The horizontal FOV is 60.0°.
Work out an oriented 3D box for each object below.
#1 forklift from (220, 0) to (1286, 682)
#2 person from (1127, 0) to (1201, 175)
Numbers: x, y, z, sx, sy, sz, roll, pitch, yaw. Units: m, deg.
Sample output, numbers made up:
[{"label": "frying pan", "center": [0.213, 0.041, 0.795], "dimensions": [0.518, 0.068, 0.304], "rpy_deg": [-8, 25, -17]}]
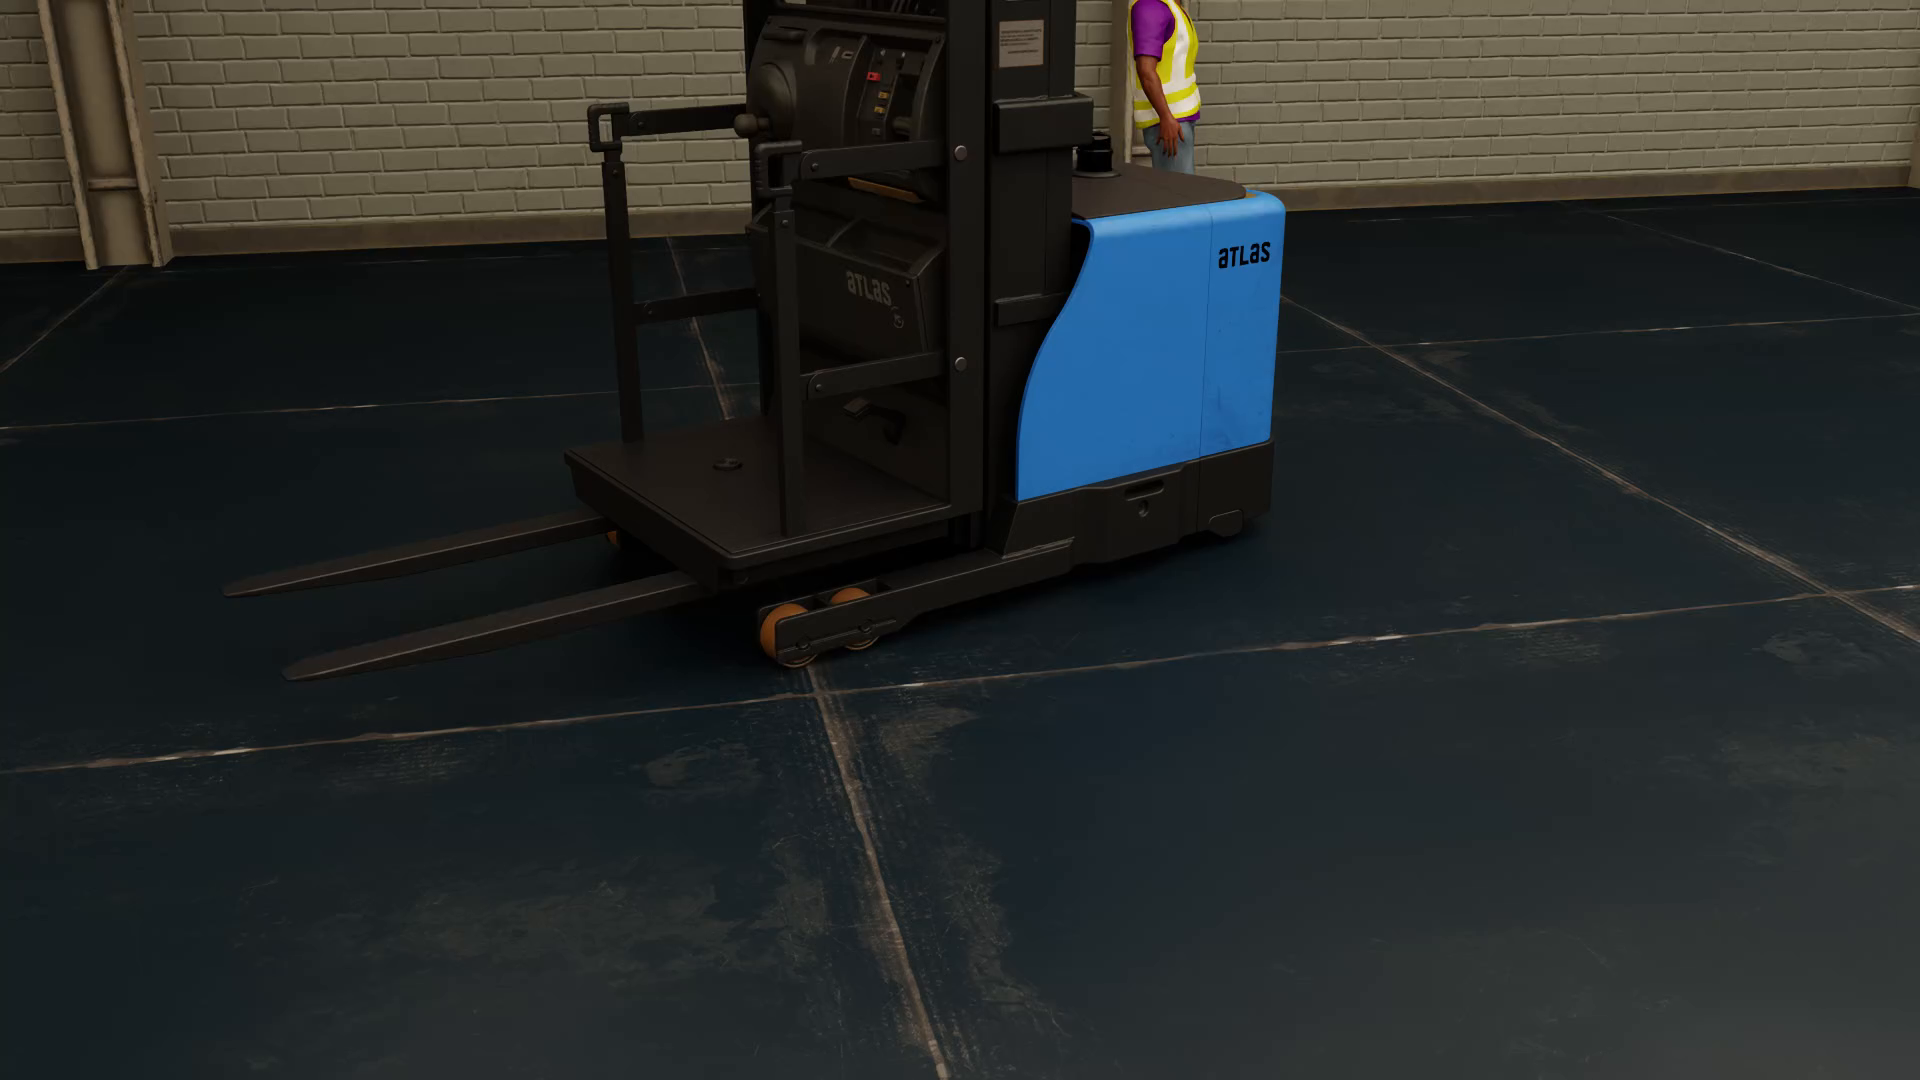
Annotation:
[{"label": "forklift", "center": [-0.499, -1.245, 4.450], "dimensions": [3.031, 2.935, 1.130], "rpy_deg": [-14, 25, -32]}, {"label": "person", "center": [1.108, -2.066, 8.207], "dimensions": [0.578, 1.765, 0.665], "rpy_deg": [5, 22, 14]}]
